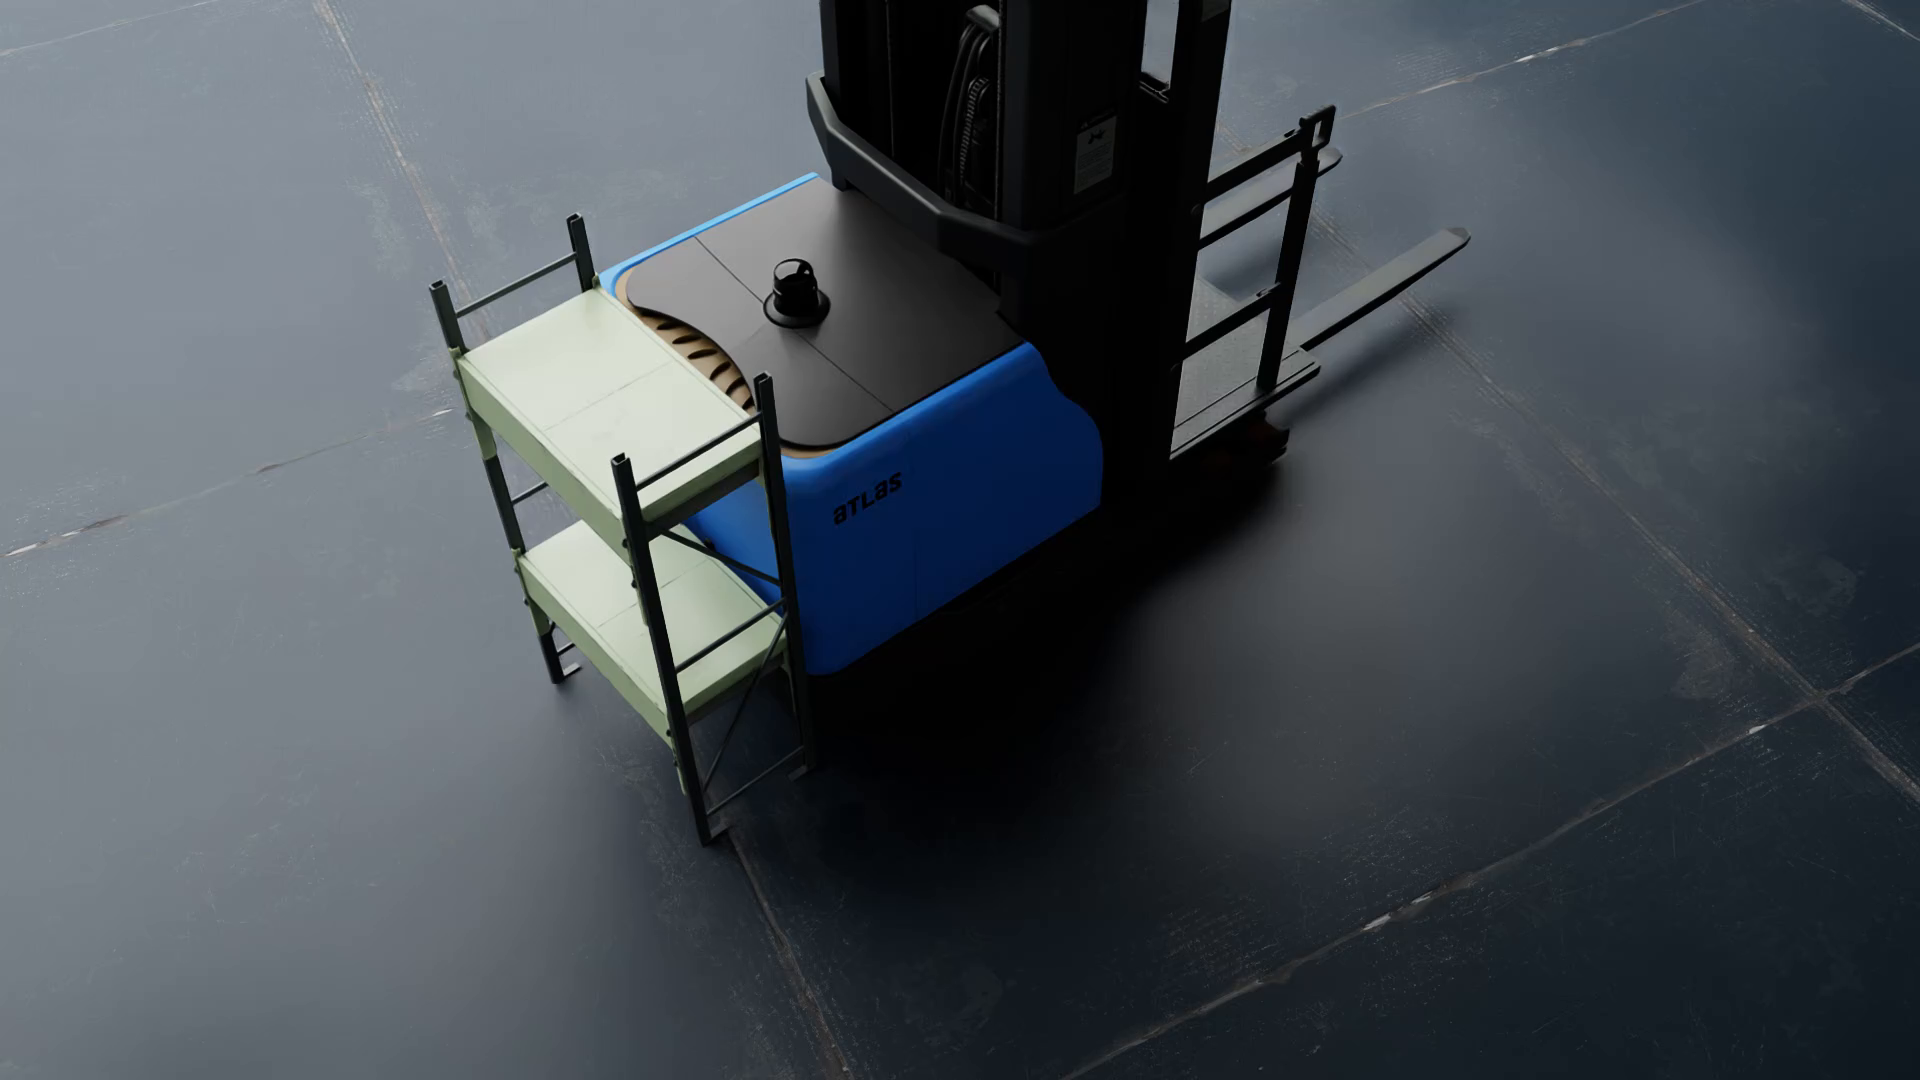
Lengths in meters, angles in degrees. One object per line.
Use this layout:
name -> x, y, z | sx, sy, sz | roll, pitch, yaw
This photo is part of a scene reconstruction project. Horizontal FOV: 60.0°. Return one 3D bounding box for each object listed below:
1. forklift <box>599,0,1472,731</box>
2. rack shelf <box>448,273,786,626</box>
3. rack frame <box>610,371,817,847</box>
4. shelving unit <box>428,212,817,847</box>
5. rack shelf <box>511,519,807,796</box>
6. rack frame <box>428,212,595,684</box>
forklift -> 0.439, -1.375, 4.505 | 3.031, 2.935, 1.130 | -32, 56, -25
rack shelf -> -0.803, -0.227, 3.934 | 0.431, 0.370, 0.720 | -34, 57, -26
rack frame -> -0.560, 0.235, 4.048 | 0.400, 1.500, 0.023 | -34, 57, -26
shelving unit -> -0.803, 0.029, 4.228 | 0.431, 1.500, 0.755 | -34, 57, -26
rack shelf -> -0.803, 0.244, 4.473 | 0.431, 0.370, 0.720 | -34, 57, -26
rack frame -> -1.047, -0.176, 4.408 | 0.400, 1.500, 0.023 | -34, 57, -26
